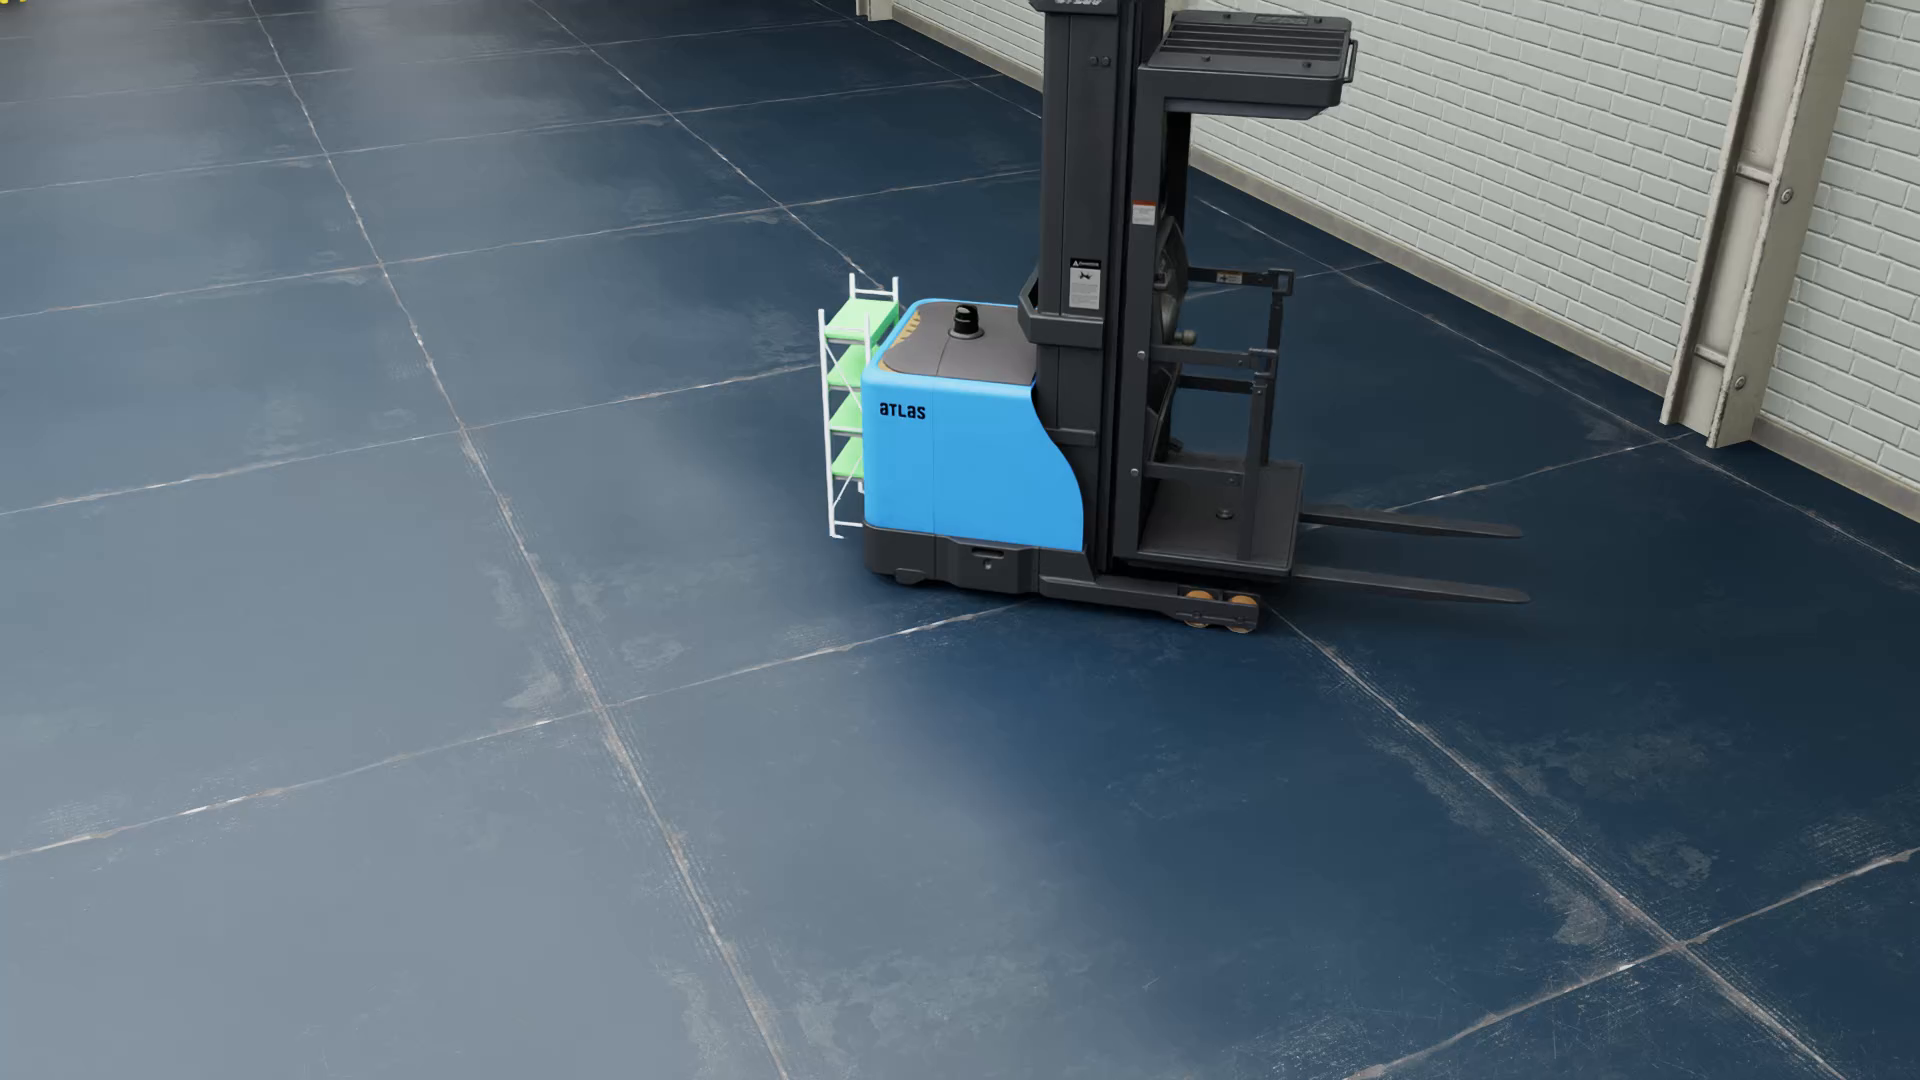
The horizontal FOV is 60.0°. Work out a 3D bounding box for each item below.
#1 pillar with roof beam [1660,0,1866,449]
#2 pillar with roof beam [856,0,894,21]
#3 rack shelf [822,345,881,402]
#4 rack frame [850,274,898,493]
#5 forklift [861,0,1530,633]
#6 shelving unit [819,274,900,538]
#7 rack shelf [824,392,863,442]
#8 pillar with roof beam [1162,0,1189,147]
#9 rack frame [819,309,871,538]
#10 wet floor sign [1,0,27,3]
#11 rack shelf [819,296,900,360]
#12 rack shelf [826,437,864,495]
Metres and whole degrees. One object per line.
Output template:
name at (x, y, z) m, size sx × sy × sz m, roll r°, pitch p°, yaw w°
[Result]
pillar with roof beam at (0.309, -3.642, 5.544) m, size 9.100 × 9.000 × 0.400 m, roll -13°, pitch 32°, yaw -22°
pillar with roof beam at (-4.843, -8.943, 14.997) m, size 9.100 × 9.000 × 0.400 m, roll -13°, pitch 32°, yaw -22°
rack shelf at (-0.474, -0.798, 8.085) m, size 0.258 × 0.148 × 0.480 m, roll 6°, pitch 30°, yaw 12°
rack frame at (-0.416, -0.760, 8.377) m, size 0.240 × 1.200 × 0.015 m, roll 6°, pitch 30°, yaw 12°
forklift at (1.115, -1.146, 7.296) m, size 3.031 × 2.935 × 1.130 m, roll 7°, pitch 30°, yaw 12°
shelving unit at (-0.473, -0.644, 8.170) m, size 0.258 × 1.200 × 0.503 m, roll 6°, pitch 30°, yaw 12°
rack shelf at (-0.473, -0.589, 8.202) m, size 0.258 × 0.148 × 0.480 m, roll 6°, pitch 30°, yaw 12°
pillar with roof beam at (-2.267, -6.292, 10.271) m, size 9.100 × 9.000 × 0.400 m, roll -13°, pitch 32°, yaw -22°
rack frame at (-0.531, -0.528, 7.964) m, size 0.240 × 1.200 × 0.015 m, roll 6°, pitch 30°, yaw 12°
wet floor sign at (-11.154, -6.632, 19.417) m, size 0.267 × 0.644 × 0.232 m, roll -19°, pitch 35°, yaw -30°
rack shelf at (-0.476, -1.008, 7.968) m, size 0.258 × 0.148 × 0.480 m, roll 6°, pitch 30°, yaw 12°
rack shelf at (-0.471, -0.379, 8.319) m, size 0.258 × 0.148 × 0.480 m, roll 6°, pitch 30°, yaw 12°
